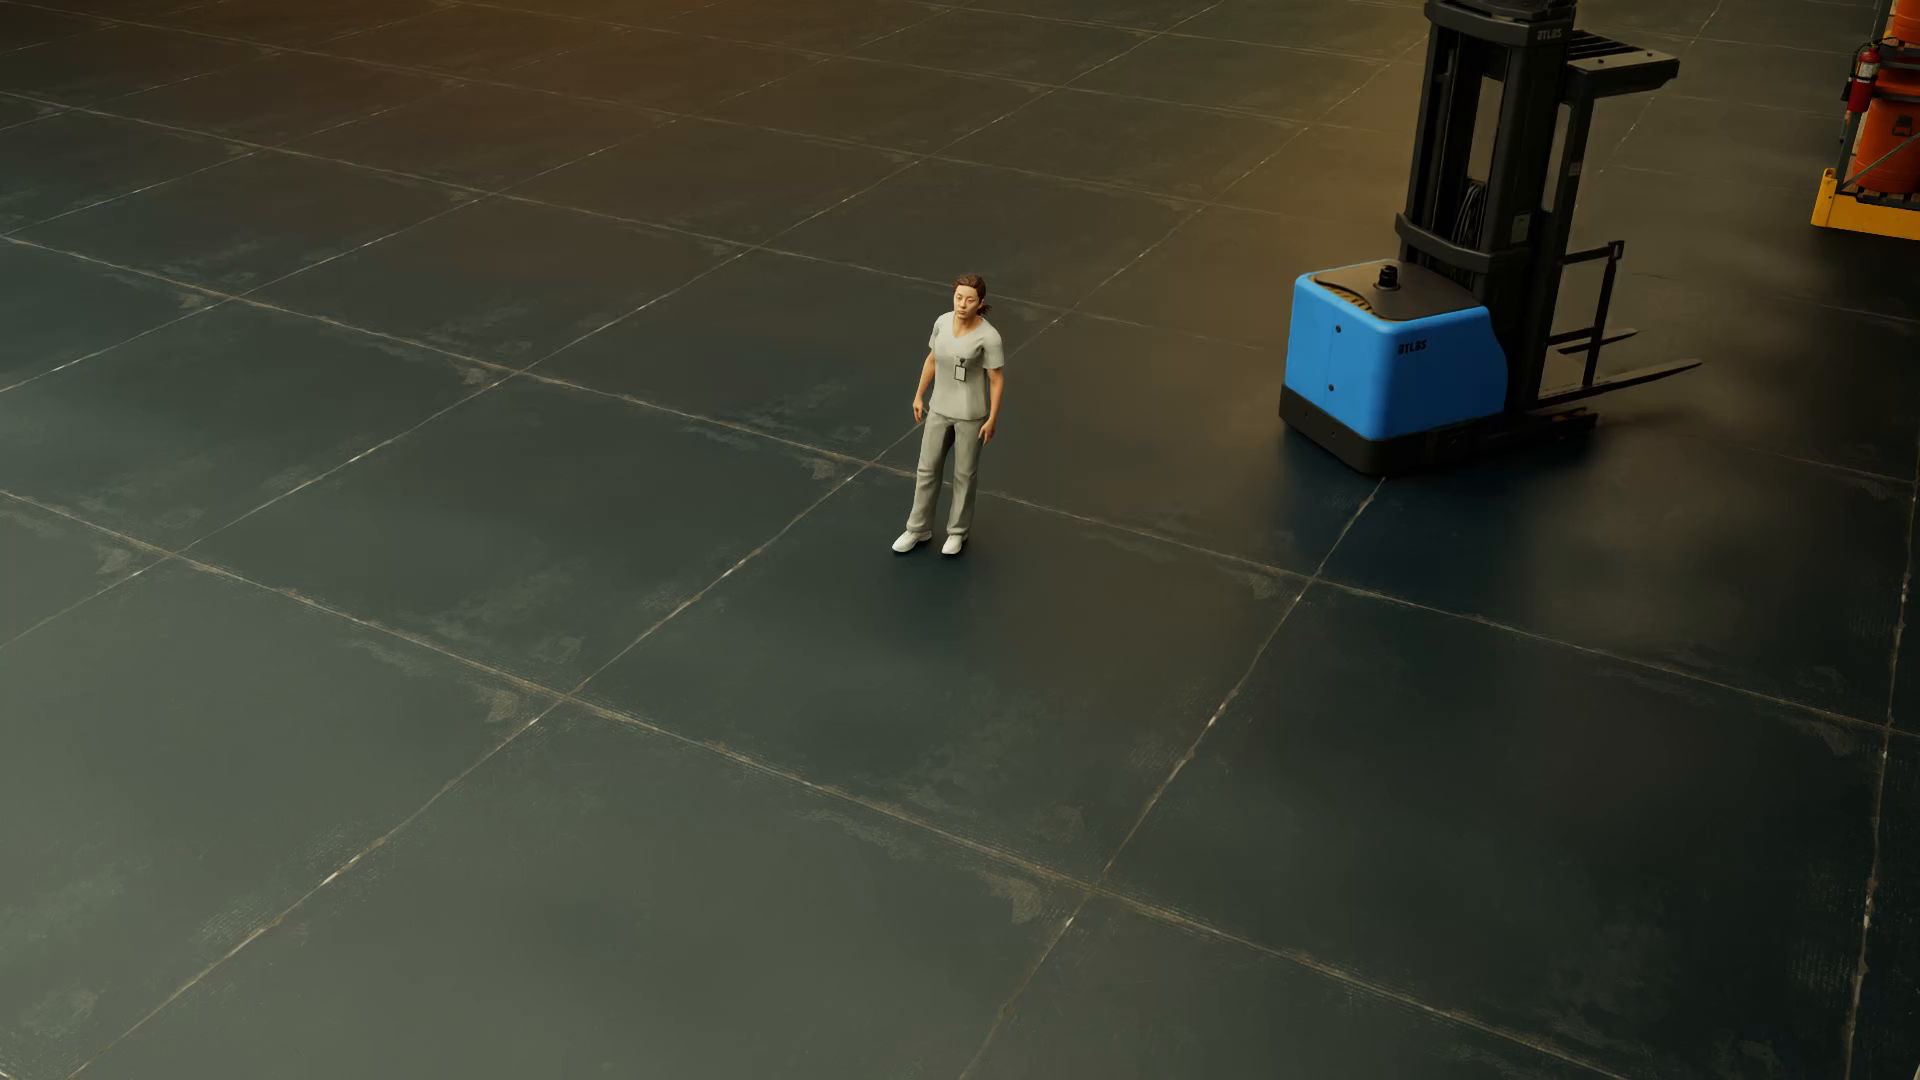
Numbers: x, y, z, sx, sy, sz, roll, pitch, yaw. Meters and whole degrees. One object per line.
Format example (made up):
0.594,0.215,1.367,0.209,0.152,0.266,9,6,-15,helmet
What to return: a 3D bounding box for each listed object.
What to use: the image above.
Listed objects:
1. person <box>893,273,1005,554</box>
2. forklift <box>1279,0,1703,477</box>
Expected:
-0.048,-0.703,9.530,0.549,1.673,0.548,15,33,25,person
3.730,-2.163,10.819,3.031,2.935,1.130,-13,32,-21,forklift
